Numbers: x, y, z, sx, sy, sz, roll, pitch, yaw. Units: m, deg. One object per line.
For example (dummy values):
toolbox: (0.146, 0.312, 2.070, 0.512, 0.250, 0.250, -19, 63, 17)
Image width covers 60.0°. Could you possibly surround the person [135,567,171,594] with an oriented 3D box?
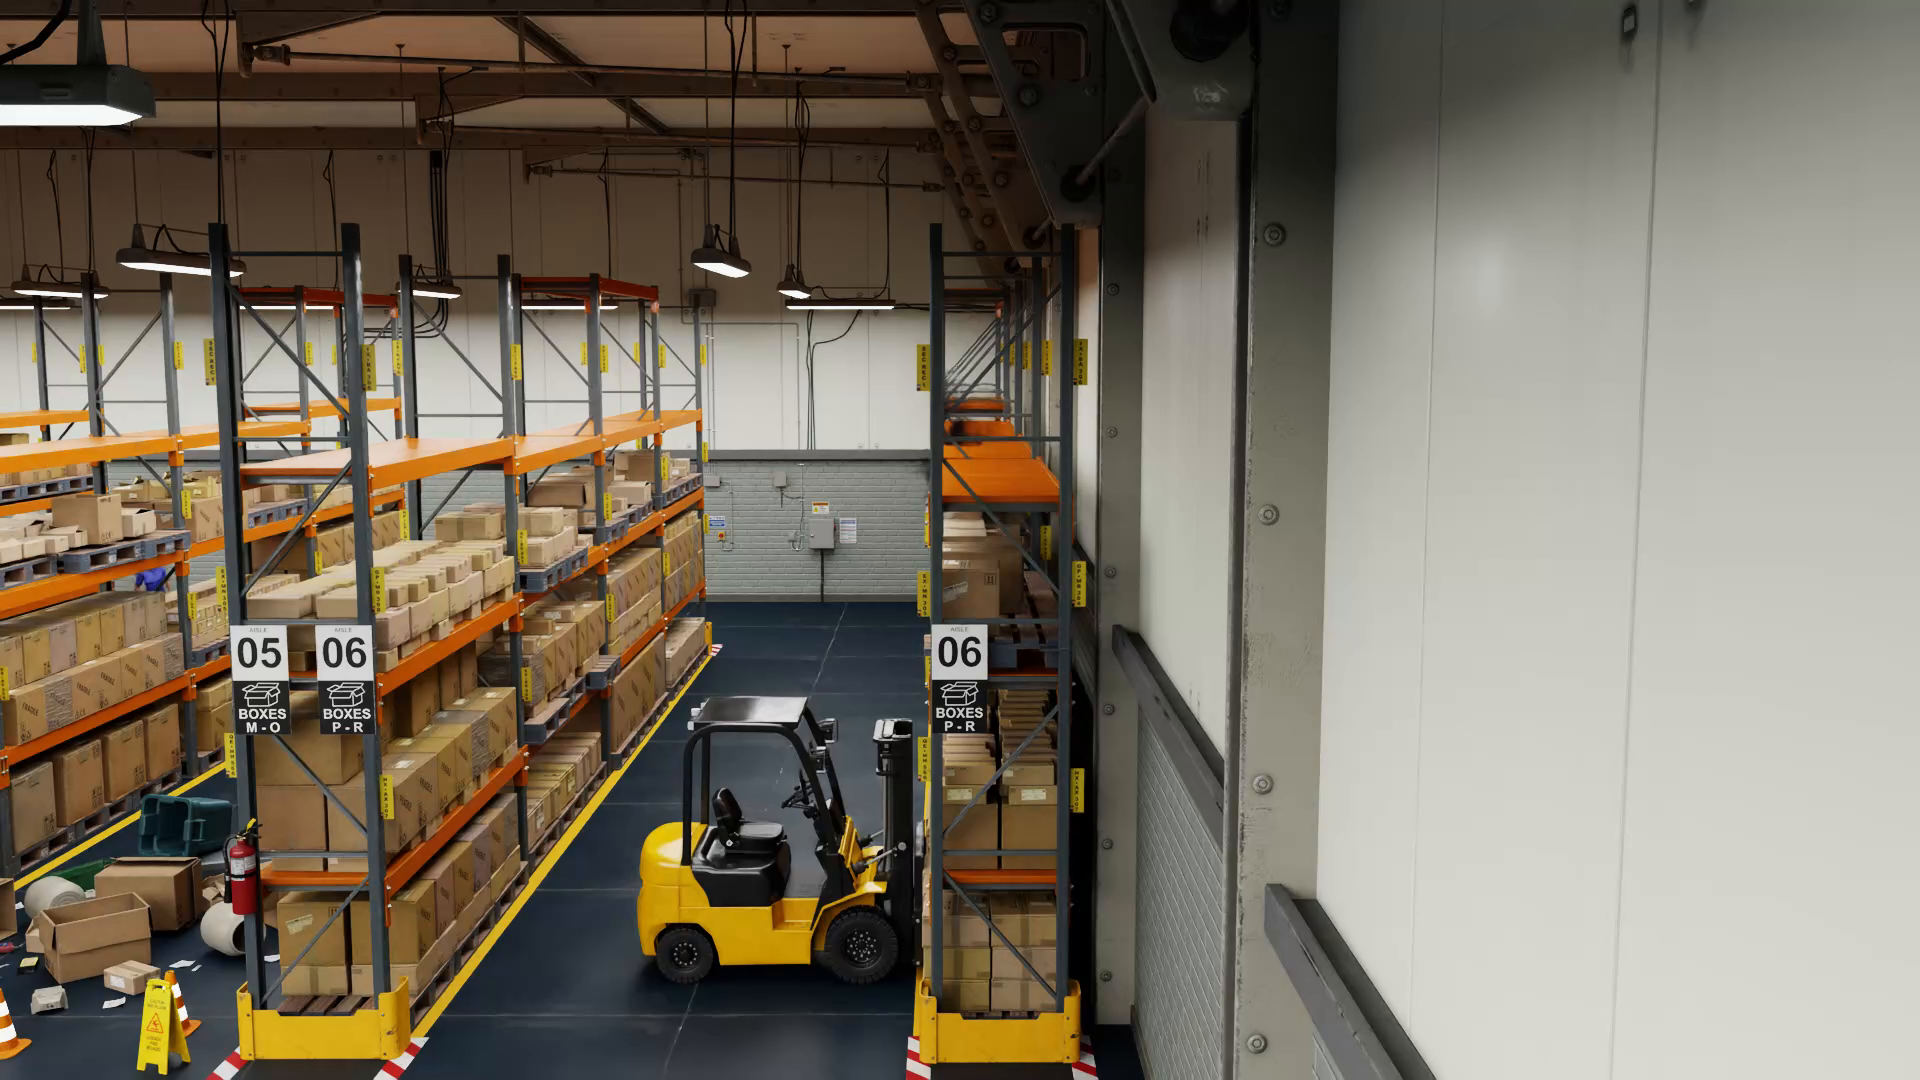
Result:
person: (-13.896, 1.033, 28.679, 0.580, 1.603, 0.617, -6, 9, -43)
